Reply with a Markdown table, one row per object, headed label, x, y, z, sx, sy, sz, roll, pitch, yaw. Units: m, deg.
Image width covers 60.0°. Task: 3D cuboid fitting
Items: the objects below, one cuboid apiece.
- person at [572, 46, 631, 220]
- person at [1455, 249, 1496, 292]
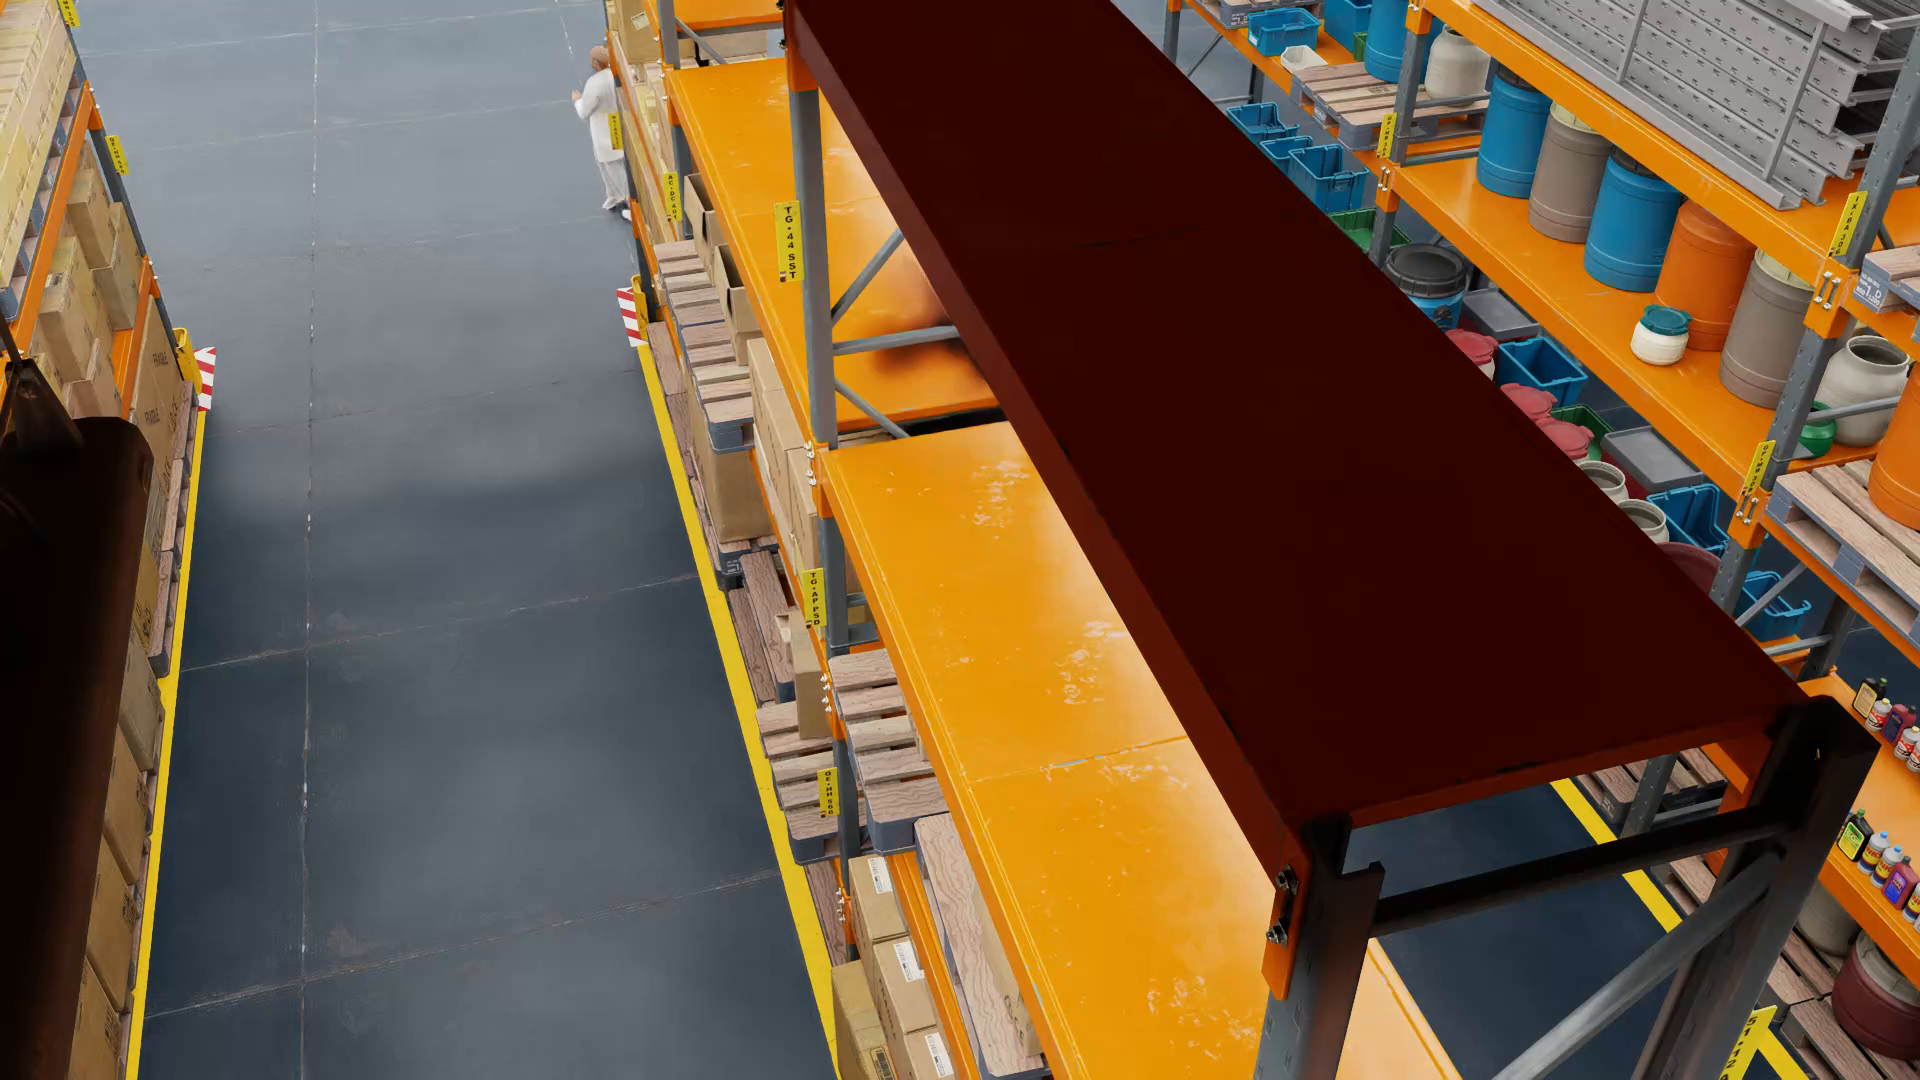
| label | x | y | z | sx | sy | sz | roll | pitch | yaw |
| --- | --- | --- | --- | --- | --- | --- | --- | --- | --- |
| person | -3.438 | -3.999 | 16.445 | 0.831 | 1.835 | 0.674 | 16 | 41 | 19 |
| person | 4.654 | -2.633 | 14.793 | 0.592 | 1.734 | 0.680 | -16 | 41 | -19 |
